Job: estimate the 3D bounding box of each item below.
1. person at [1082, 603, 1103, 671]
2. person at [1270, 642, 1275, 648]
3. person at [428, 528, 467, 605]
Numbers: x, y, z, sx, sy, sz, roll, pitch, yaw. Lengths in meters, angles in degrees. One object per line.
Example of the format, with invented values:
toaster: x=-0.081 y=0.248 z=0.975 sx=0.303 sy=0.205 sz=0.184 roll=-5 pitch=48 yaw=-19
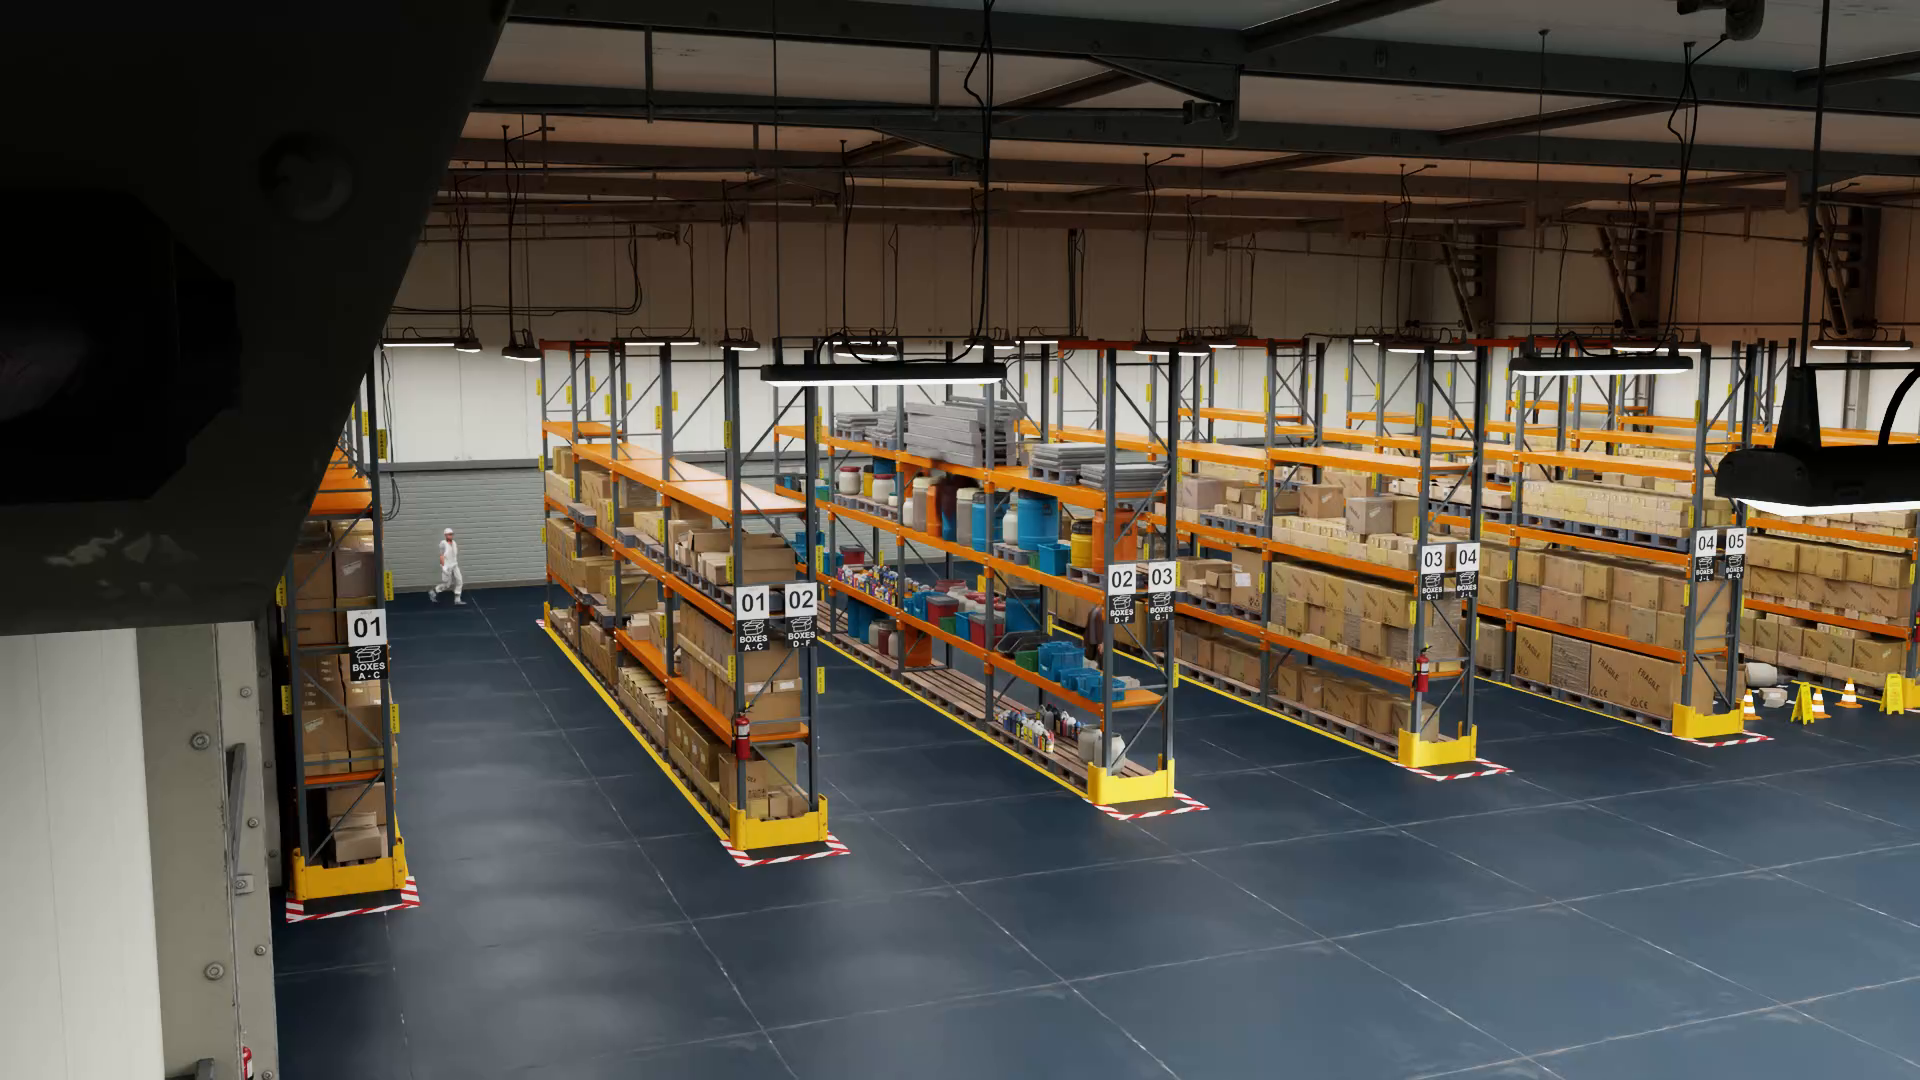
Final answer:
person: x=2.322 y=1.761 z=28.354 sx=0.601 sy=1.777 sz=0.491 roll=5 pitch=9 yaw=32
person: x=5.988 y=1.406 z=31.648 sx=0.478 sy=1.688 sz=0.606 roll=-3 pitch=8 yaw=-23
person: x=-11.511 y=0.601 z=37.321 sx=0.857 sy=1.748 sz=0.572 roll=2 pitch=8 yaw=16
